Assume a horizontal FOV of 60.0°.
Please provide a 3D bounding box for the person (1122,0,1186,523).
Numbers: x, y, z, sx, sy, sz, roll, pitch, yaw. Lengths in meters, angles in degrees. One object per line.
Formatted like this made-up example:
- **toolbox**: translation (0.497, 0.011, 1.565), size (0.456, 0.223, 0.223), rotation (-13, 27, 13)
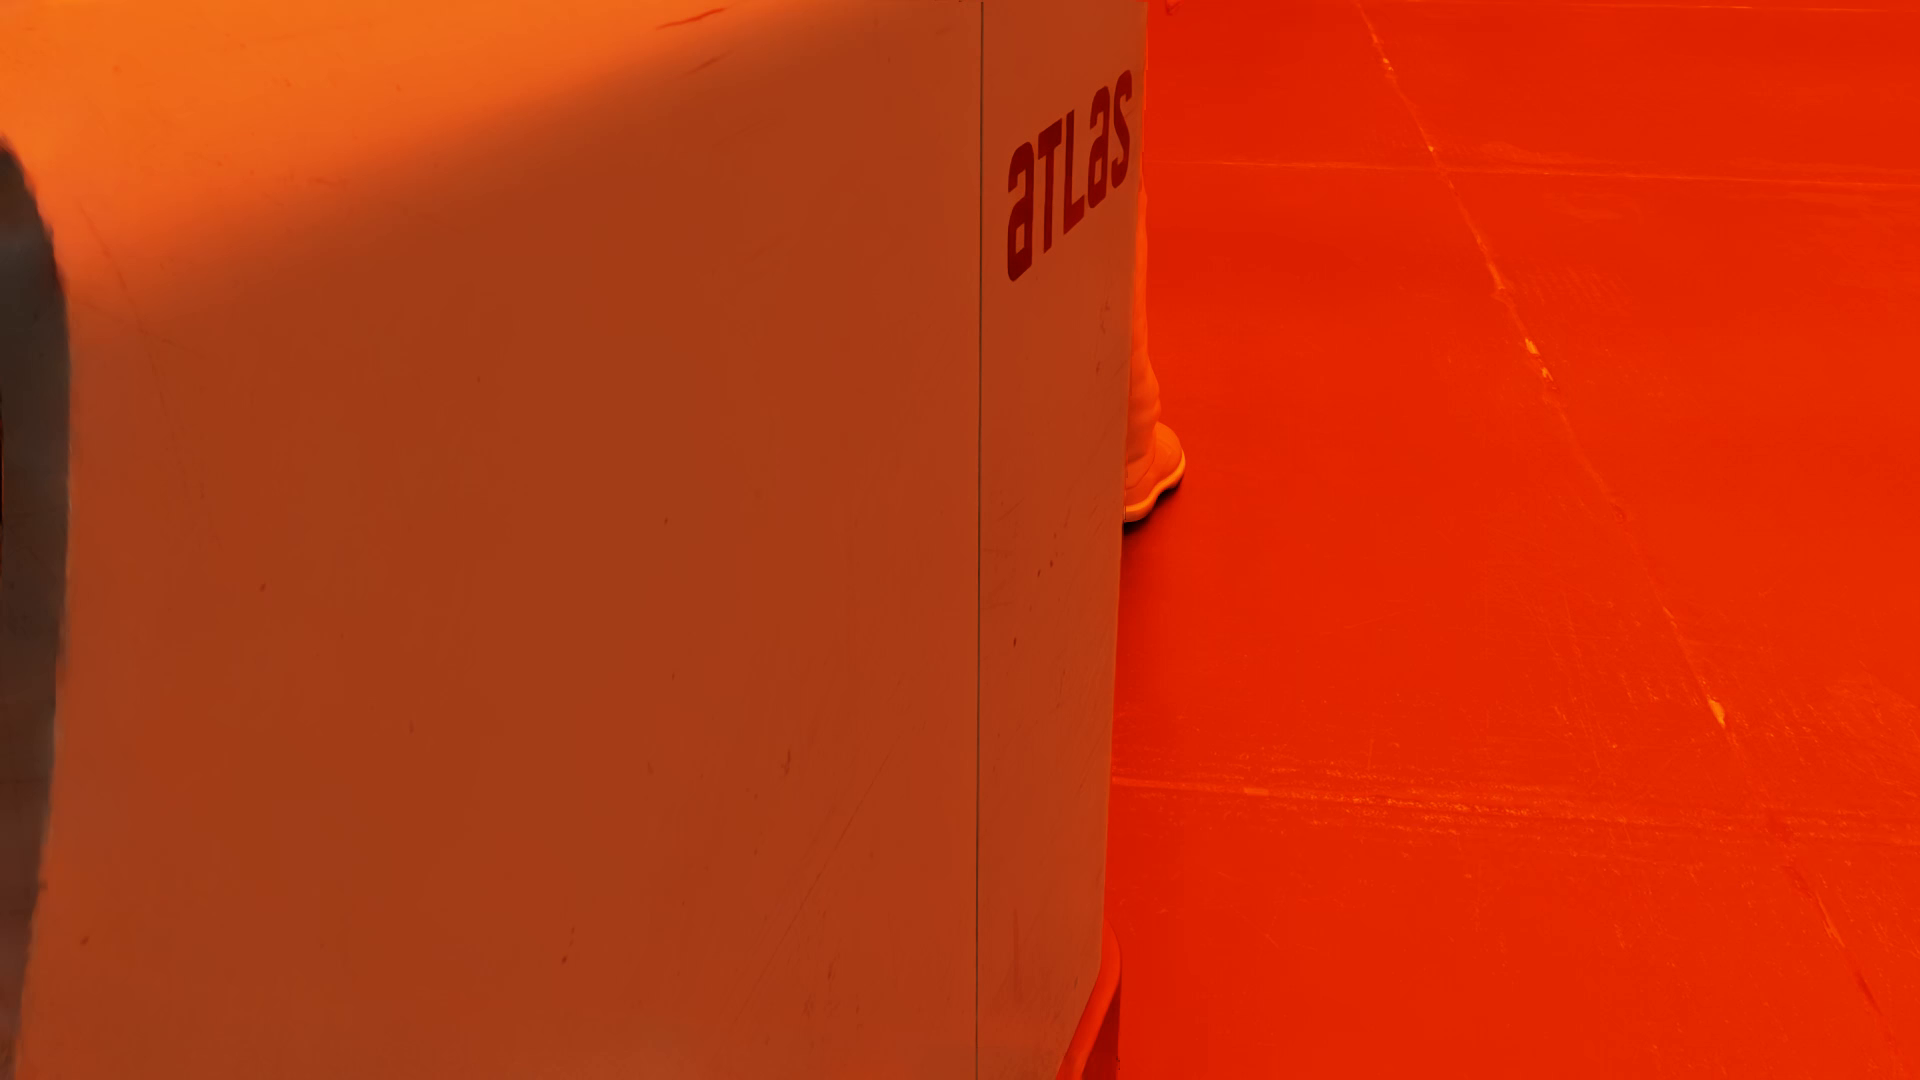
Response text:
- **person**: translation (0.023, -0.820, 2.189), size (0.641, 1.727, 0.550), rotation (3, 27, 7)
